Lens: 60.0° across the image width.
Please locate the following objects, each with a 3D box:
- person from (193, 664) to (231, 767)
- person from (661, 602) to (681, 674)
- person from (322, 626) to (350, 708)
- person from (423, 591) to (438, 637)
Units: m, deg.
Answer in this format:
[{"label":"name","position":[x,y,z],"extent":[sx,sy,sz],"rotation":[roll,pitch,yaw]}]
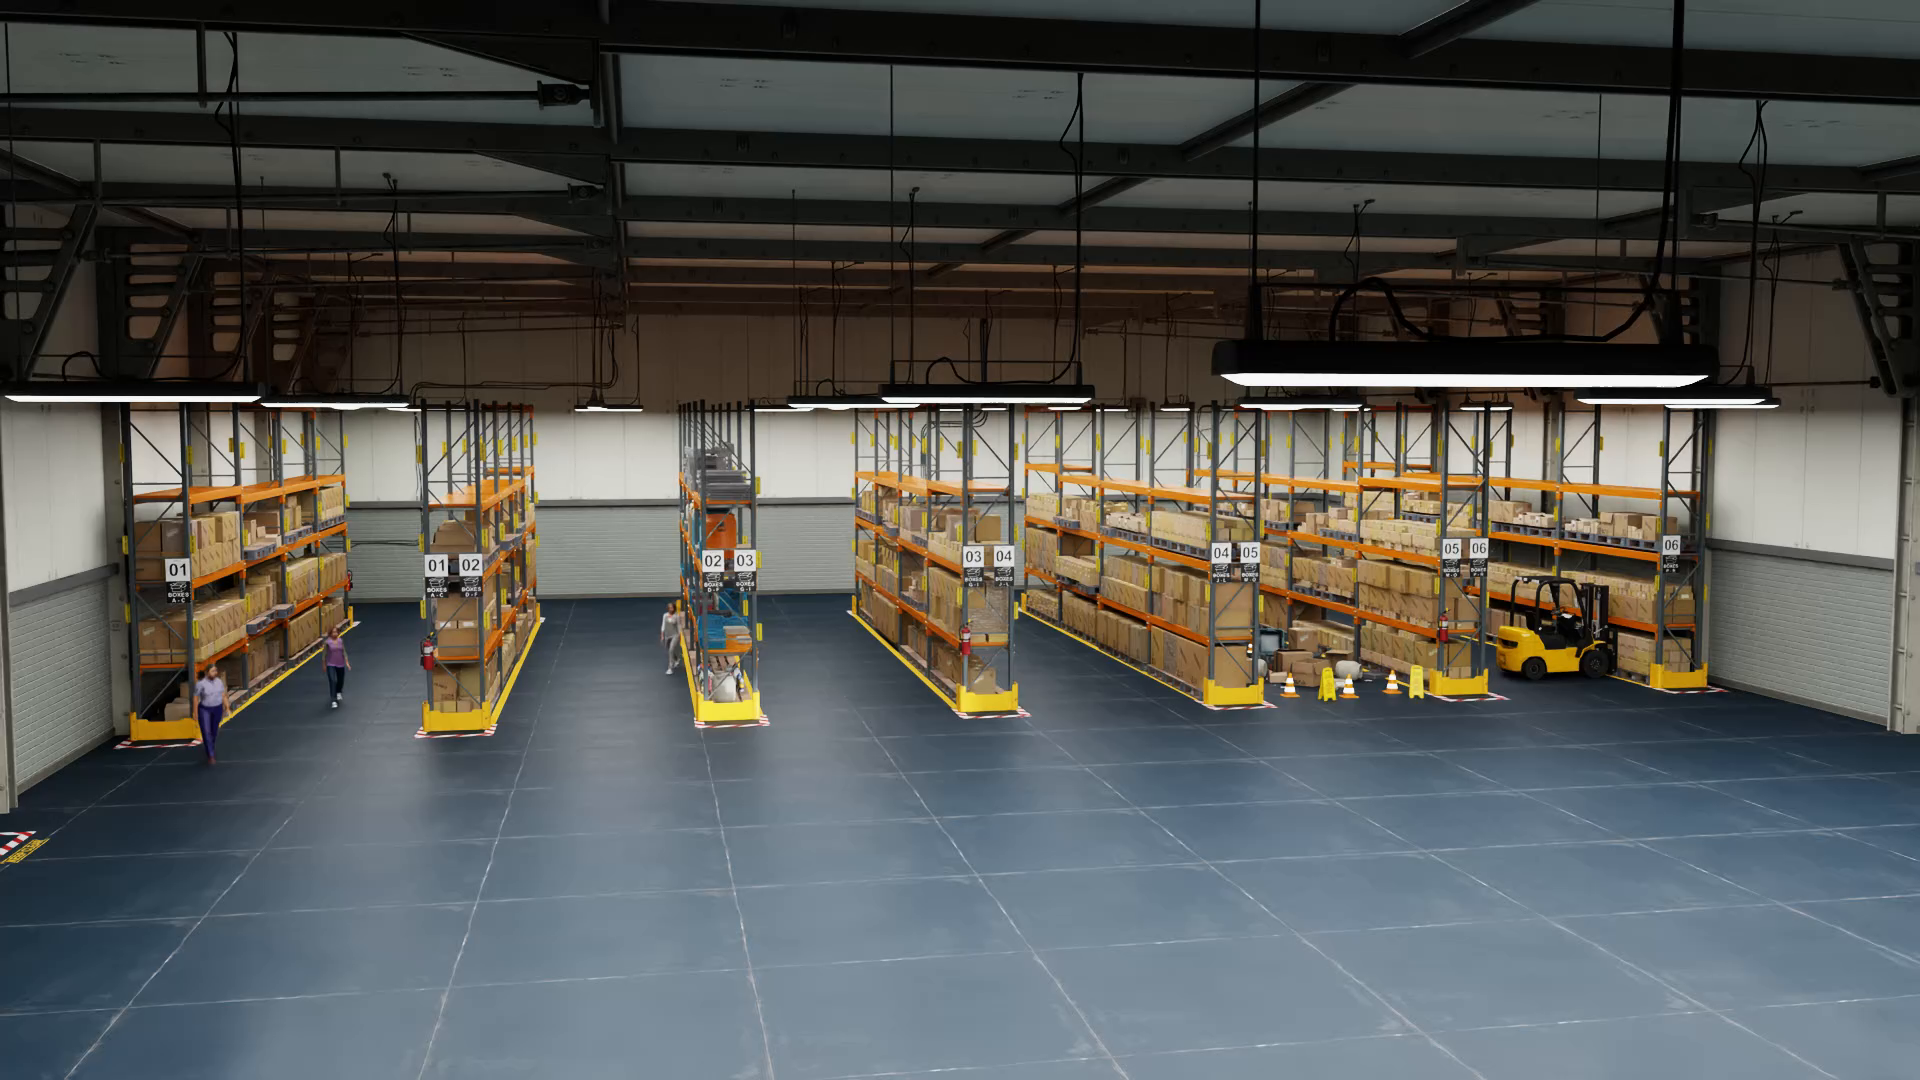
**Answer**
[{"label":"person","position":[-12.344,2.848,27.406],"extent":[0.552,1.632,0.942],"rotation":[-4,6,-44]},{"label":"person","position":[-6.371,2.147,36.809],"extent":[0.403,1.554,0.835],"rotation":[1,4,17]},{"label":"person","position":[-12.261,2.461,32.659],"extent":[0.496,1.555,0.899],"rotation":[-2,5,-27]},{"label":"person","position":[-13.424,1.713,42.630],"extent":[0.582,1.599,0.701],"rotation":[0,4,1]}]
